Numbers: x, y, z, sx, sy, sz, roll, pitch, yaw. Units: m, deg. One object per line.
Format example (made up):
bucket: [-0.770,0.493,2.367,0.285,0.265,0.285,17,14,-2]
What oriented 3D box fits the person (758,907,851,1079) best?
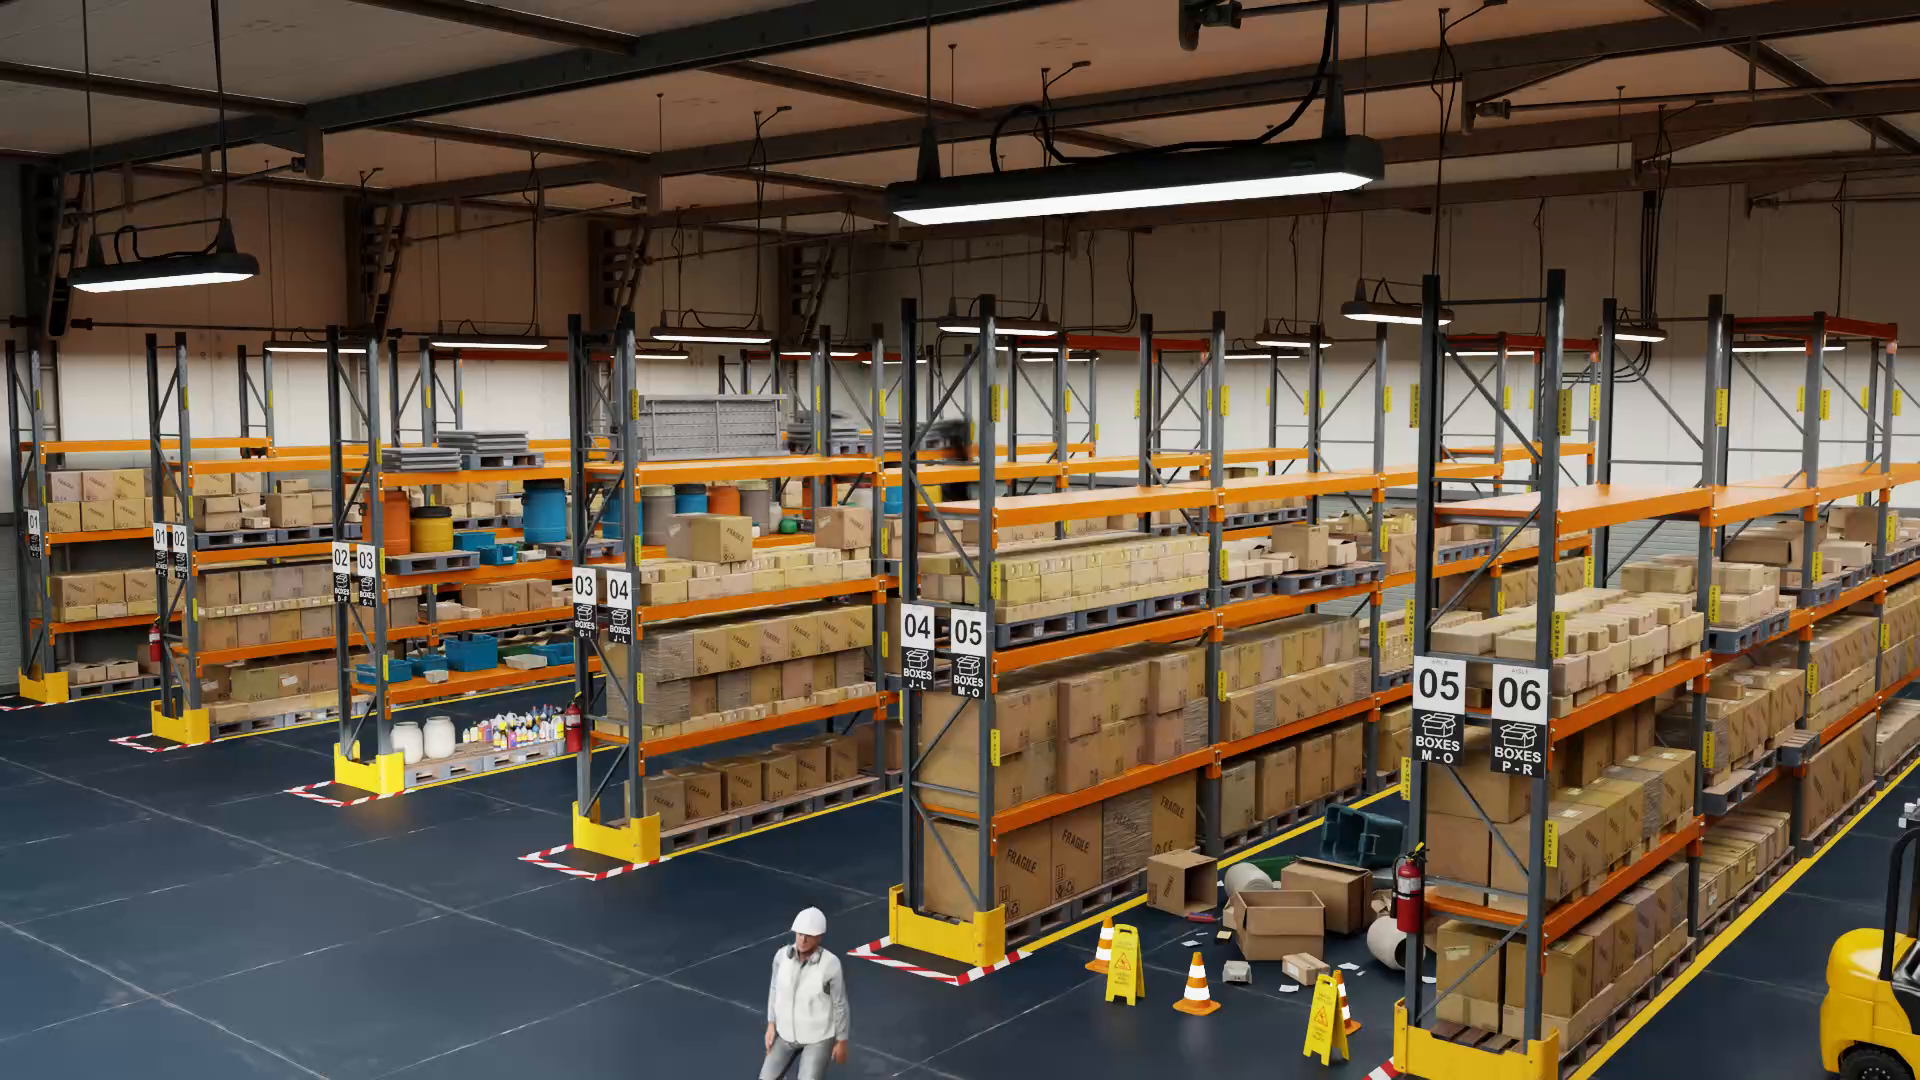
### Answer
person: [-1.085,3.291,11.309,0.807,1.707,0.583,2,6,24]
